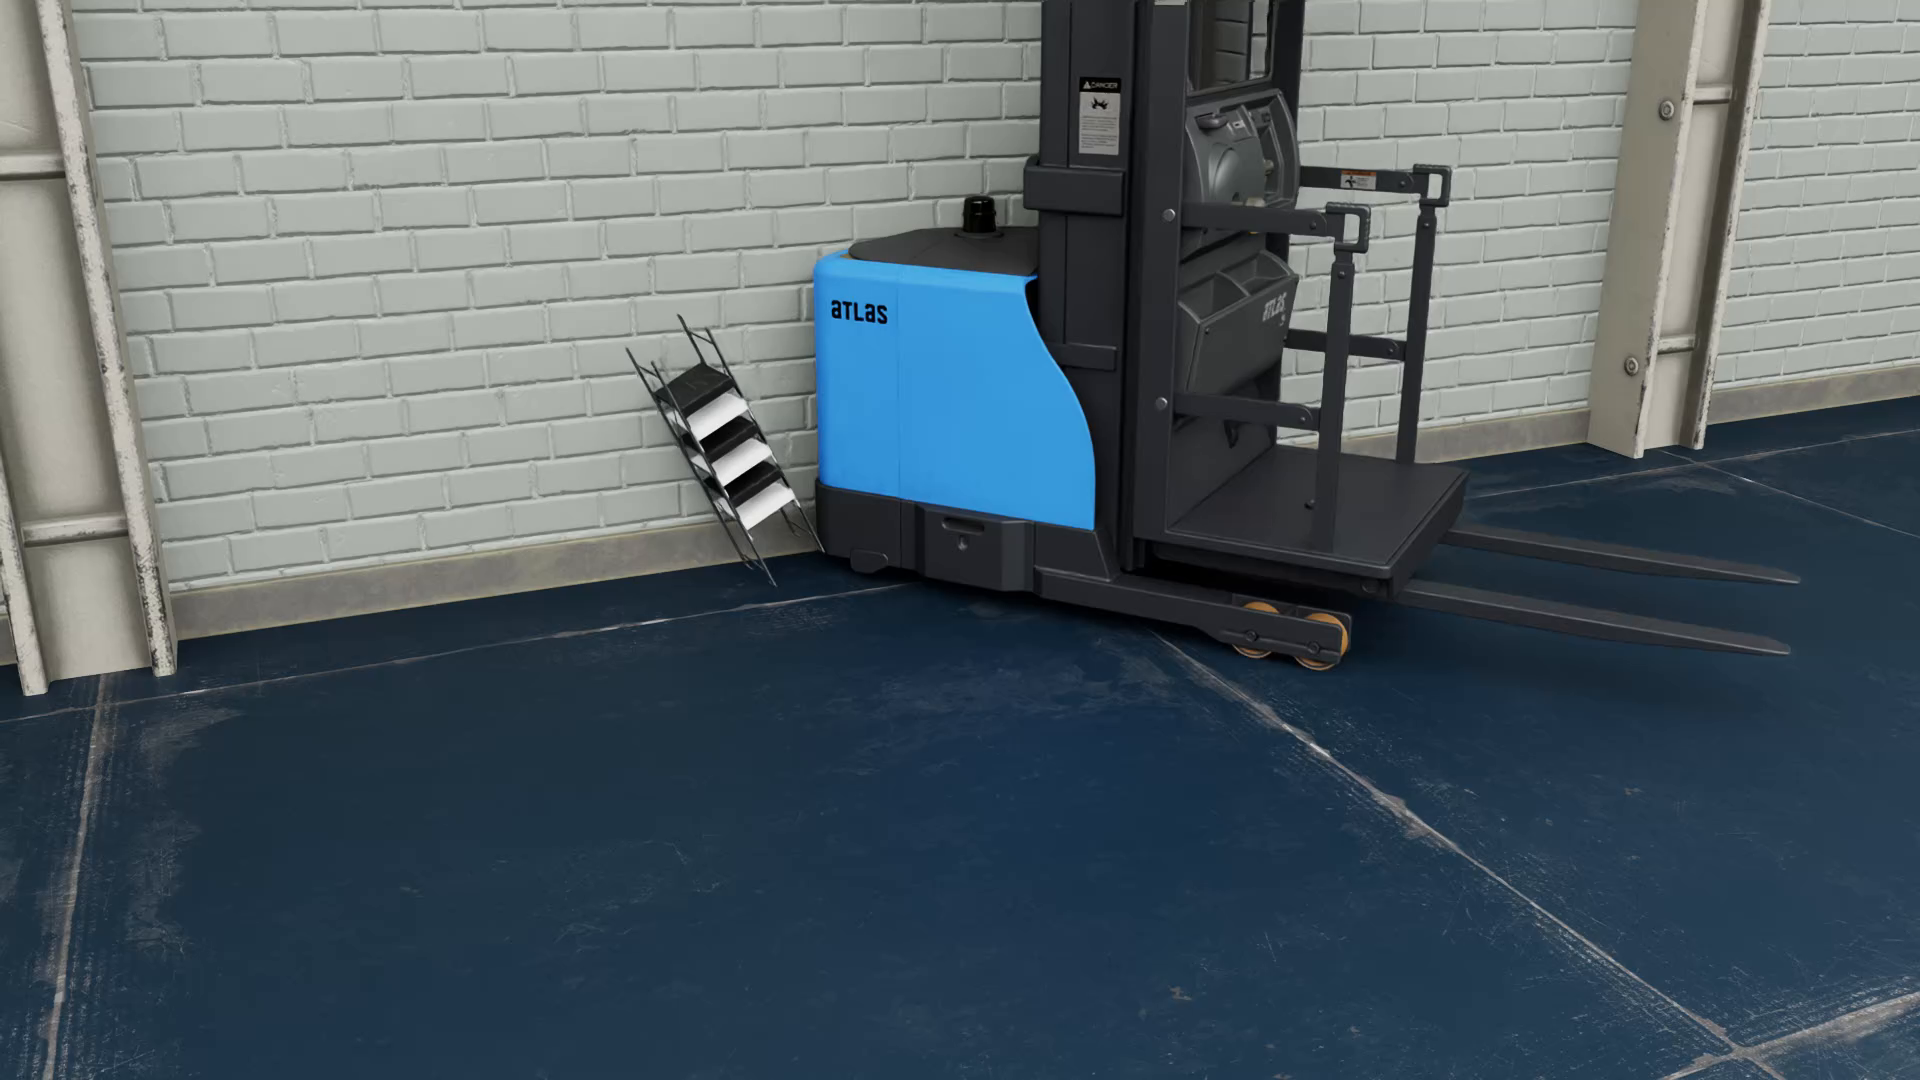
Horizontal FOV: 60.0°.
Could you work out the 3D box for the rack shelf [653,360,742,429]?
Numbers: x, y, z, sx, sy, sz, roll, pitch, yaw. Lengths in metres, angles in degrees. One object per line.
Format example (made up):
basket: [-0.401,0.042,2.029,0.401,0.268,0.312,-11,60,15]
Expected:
rack shelf: [-0.849,-0.470,5.345,0.200,0.077,0.258,-36,32,-18]

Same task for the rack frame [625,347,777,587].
rack frame: [-0.841,-0.229,5.435,0.006,0.900,0.240,-36,32,-18]

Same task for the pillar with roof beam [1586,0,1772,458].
pillar with roof beam: [4.660,-3.347,1.980,0.400,9.000,9.100,-8,21,-22]

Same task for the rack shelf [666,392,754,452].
rack shelf: [-0.816,-0.400,5.391,0.200,0.077,0.258,-36,32,-18]

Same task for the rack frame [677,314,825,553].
rack frame: [-0.685,-0.343,5.497,0.006,0.900,0.240,-36,32,-18]

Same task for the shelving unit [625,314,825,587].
shelving unit: [-0.763,-0.286,5.466,0.210,0.900,0.258,-36,32,-18]

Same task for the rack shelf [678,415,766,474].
rack shelf: [-0.784,-0.330,5.437,0.200,0.077,0.258,-36,32,-18]

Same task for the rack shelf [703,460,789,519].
rack shelf: [-0.718,-0.190,5.529,0.200,0.077,0.258,-36,32,-18]

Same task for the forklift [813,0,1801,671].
forklift: [1.051,-1.198,5.010,3.031,2.935,1.130,10,22,26]

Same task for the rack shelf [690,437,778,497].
rack shelf: [-0.751,-0.260,5.483,0.200,0.077,0.258,-36,32,-18]

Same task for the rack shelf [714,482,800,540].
rack shelf: [-0.686,-0.120,5.575,0.200,0.077,0.258,-36,32,-18]
